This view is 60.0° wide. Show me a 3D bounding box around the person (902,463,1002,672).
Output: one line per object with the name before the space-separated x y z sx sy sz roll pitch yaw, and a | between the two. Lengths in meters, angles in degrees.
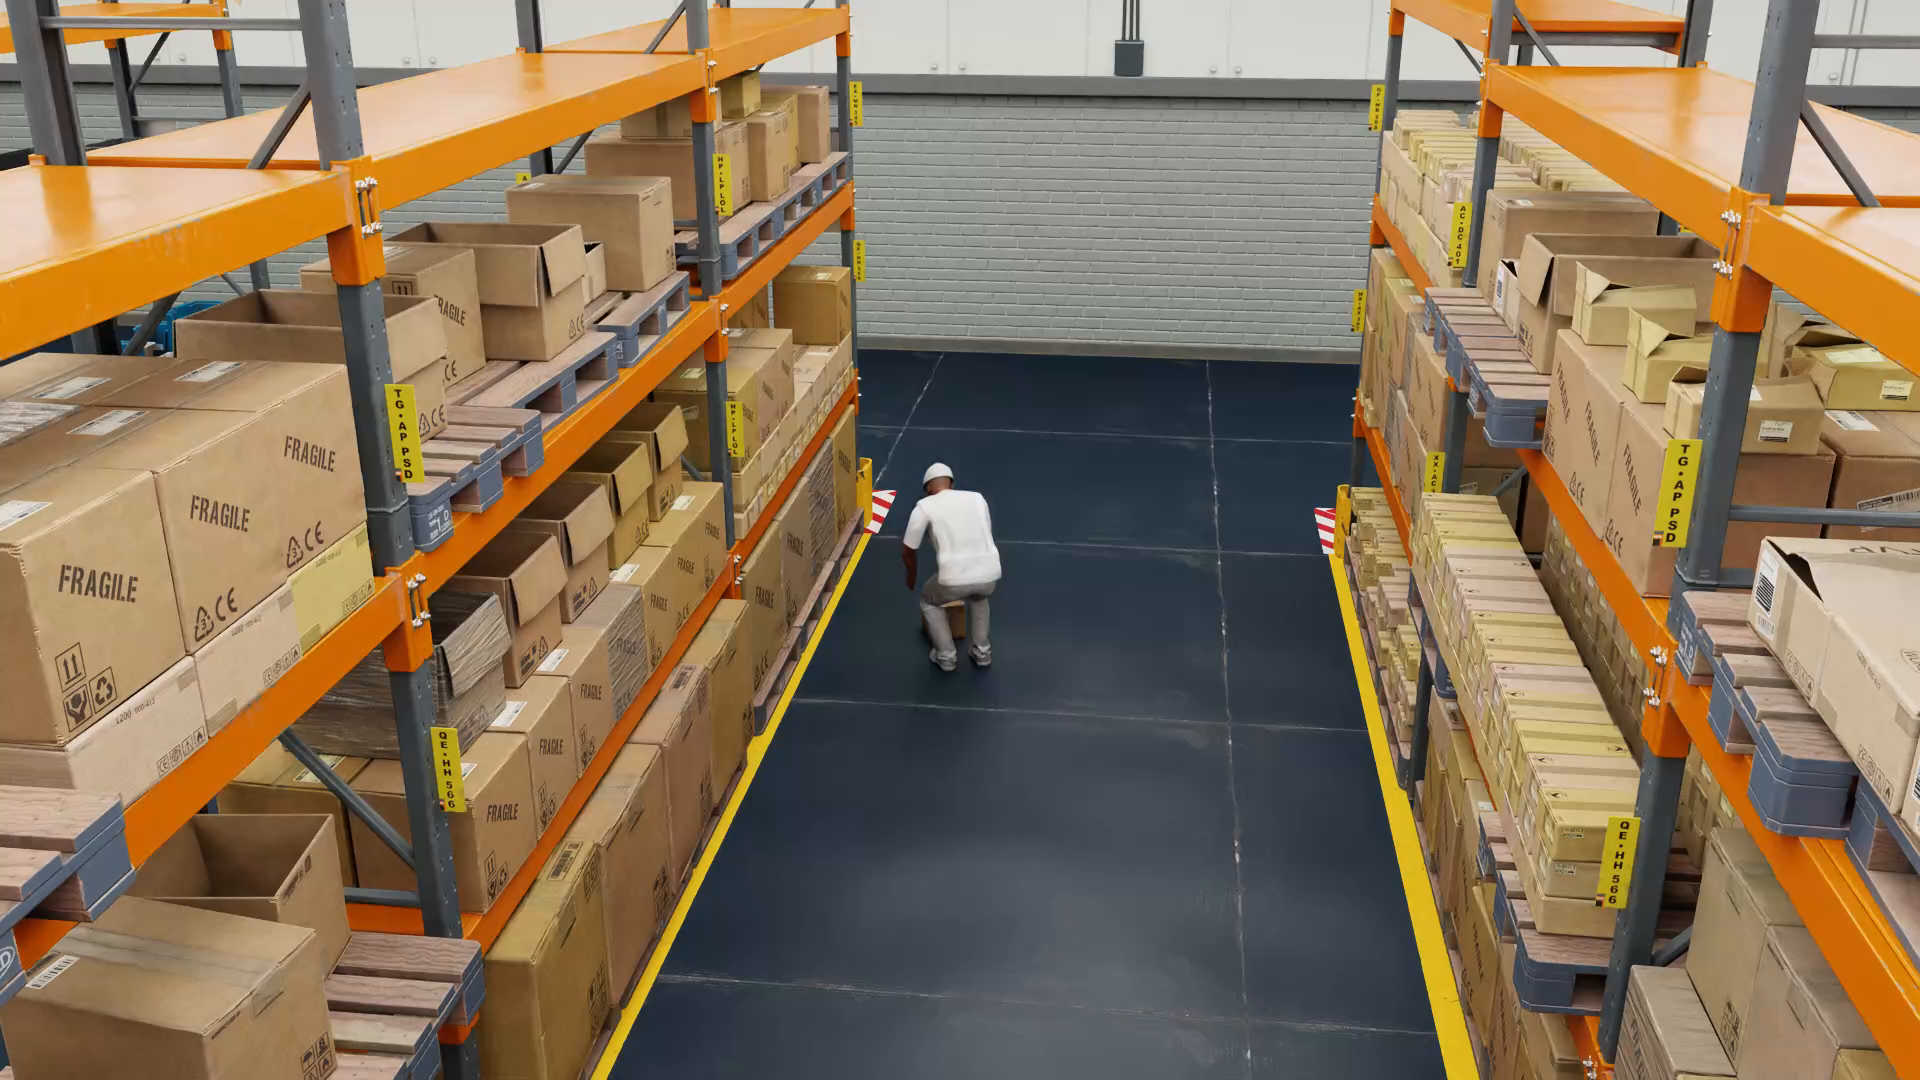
person | -0.053 0.192 11.183 0.629 1.313 0.805 -7 22 -16
